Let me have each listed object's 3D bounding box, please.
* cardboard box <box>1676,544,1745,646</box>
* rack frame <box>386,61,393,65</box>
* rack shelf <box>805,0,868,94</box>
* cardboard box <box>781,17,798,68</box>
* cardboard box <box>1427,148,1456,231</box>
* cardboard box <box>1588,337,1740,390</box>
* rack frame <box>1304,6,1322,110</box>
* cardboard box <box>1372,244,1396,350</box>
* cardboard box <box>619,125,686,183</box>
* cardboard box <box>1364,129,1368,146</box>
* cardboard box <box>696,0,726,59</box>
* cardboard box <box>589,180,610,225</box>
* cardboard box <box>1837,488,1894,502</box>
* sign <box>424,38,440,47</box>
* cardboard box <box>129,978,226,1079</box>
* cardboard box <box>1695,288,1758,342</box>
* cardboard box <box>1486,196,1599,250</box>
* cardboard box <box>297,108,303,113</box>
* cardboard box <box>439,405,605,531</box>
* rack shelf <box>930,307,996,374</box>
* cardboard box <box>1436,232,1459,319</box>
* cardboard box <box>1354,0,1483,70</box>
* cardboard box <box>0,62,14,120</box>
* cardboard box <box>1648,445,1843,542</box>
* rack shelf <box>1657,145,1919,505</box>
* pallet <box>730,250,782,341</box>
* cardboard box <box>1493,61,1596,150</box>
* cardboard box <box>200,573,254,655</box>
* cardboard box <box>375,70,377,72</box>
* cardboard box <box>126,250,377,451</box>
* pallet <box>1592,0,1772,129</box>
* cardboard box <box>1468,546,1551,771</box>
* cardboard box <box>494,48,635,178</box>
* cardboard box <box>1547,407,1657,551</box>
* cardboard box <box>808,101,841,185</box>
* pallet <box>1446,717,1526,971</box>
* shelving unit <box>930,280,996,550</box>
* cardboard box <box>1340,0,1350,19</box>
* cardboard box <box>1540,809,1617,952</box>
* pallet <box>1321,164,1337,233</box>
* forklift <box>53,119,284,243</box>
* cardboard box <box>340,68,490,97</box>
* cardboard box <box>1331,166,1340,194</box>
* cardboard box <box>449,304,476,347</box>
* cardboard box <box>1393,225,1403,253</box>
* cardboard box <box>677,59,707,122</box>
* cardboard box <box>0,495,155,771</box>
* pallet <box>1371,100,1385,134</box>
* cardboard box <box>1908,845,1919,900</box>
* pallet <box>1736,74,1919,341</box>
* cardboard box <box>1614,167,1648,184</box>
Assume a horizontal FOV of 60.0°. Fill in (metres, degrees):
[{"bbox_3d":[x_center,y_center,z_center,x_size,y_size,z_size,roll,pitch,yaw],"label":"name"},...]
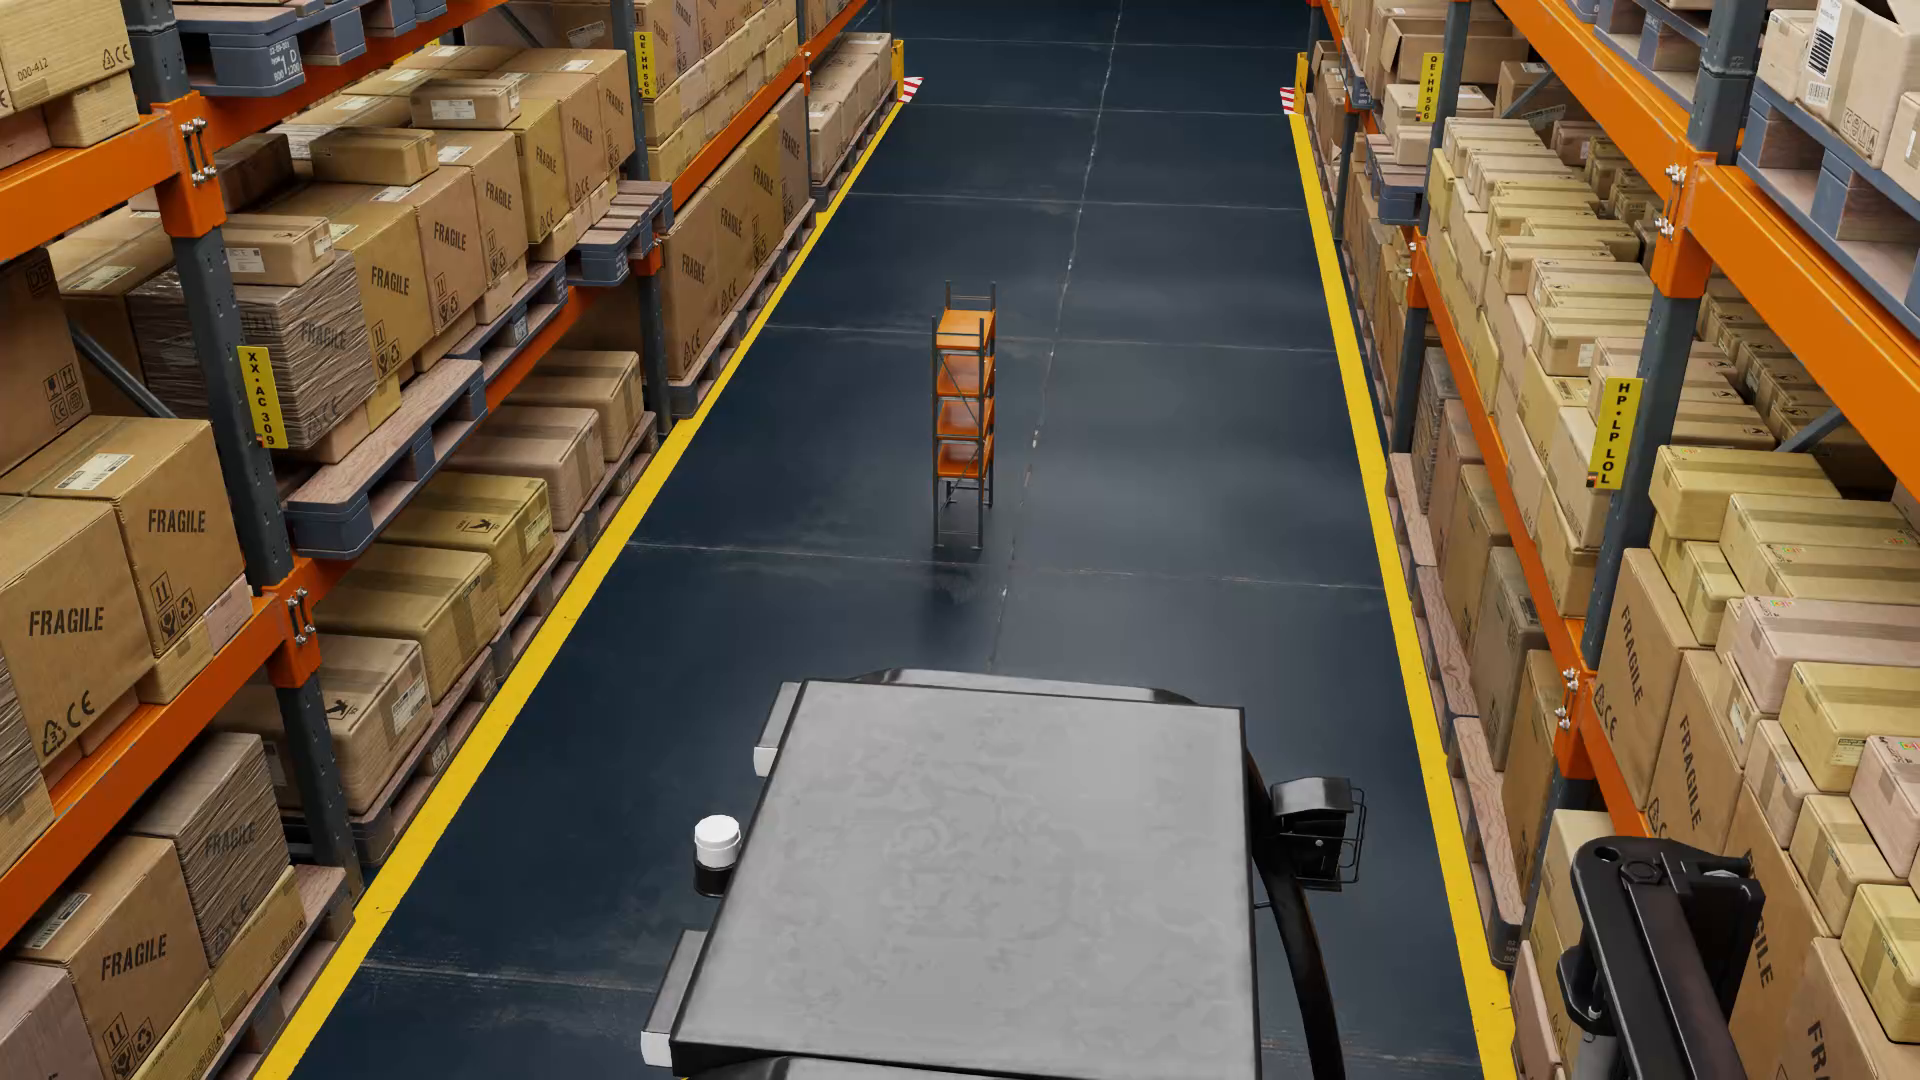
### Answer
[{"bbox_3d":[1.974,0.144,4.031,0.380,0.149,0.250,4,29,7],"label":"cardboard box"},{"bbox_3d":[-6.077,-5.959,16.148,1.000,3.000,0.127,3,28,6],"label":"rack frame"},{"bbox_3d":[-1.397,-4.460,14.125,1.077,0.370,4.000,3,28,6],"label":"rack shelf"},{"bbox_3d":[-1.447,-3.544,11.824,0.500,0.250,0.500,3,28,5],"label":"cardboard box"},{"bbox_3d":[2.473,-1.627,7.738,0.500,0.250,0.500,3,28,6],"label":"cardboard box"},{"bbox_3d":[2.222,-0.521,5.266,0.380,0.149,0.250,3,28,6],"label":"cardboard box"},{"bbox_3d":[3.775,-5.432,15.170,1.000,3.000,0.127,3,28,6],"label":"rack frame"},{"bbox_3d":[2.766,-1.444,9.960,0.500,0.500,0.500,5,29,8],"label":"cardboard box"},{"bbox_3d":[-1.822,-2.103,9.148,0.500,0.250,0.500,3,28,5],"label":"cardboard box"},{"bbox_3d":[2.993,-2.771,11.427,0.380,0.149,0.250,2,28,4],"label":"cardboard box"},{"bbox_3d":[-1.699,-3.132,9.741,0.500,0.500,0.500,4,29,8],"label":"cardboard box"},{"bbox_3d":[-1.886,-1.608,7.893,0.380,0.149,0.250,3,28,6],"label":"cardboard box"},{"bbox_3d":[2.621,-0.161,5.018,0.500,0.250,0.500,3,28,5],"label":"cardboard box"},{"bbox_3d":[-2.683,-2.493,8.495,0.100,0.325,0.005,3,28,6],"label":"sign"},{"bbox_3d":[-2.483,1.501,4.758,0.500,0.250,0.500,3,28,5],"label":"cardboard box"},{"bbox_3d":[2.743,-0.744,5.679,0.380,0.149,0.250,3,28,6],"label":"cardboard box"},{"bbox_3d":[2.316,-1.255,6.627,0.380,0.149,0.250,4,29,7],"label":"cardboard box"},{"bbox_3d":[-6.129,-3.900,14.889,0.380,0.149,0.250,4,29,8],"label":"cardboard box"},{"bbox_3d":[-2.294,-0.368,8.098,0.950,0.372,0.625,3,28,5],"label":"cardboard box"},{"bbox_3d":[0.020,-0.952,7.924,0.258,0.148,0.480,3,28,6],"label":"rack shelf"},{"bbox_3d":[2.431,-1.169,7.415,0.500,0.250,0.500,3,28,5],"label":"cardboard box"},{"bbox_3d":[2.940,-3.319,10.701,0.700,0.500,0.500,4,29,7],"label":"cardboard box"},{"bbox_3d":[-2.470,-0.994,3.615,0.500,0.250,0.500,3,28,5],"label":"cardboard box"},{"bbox_3d":[1.971,-0.111,4.191,0.380,0.149,0.250,4,29,7],"label":"cardboard box"},{"bbox_3d":[2.060,0.154,2.397,1.077,0.370,4.000,3,28,6],"label":"rack shelf"},{"bbox_3d":[-1.809,-1.665,11.117,1.003,0.211,1.213,3,28,6],"label":"pallet"},{"bbox_3d":[3.013,-2.128,8.490,0.500,0.500,0.500,5,29,9],"label":"cardboard box"},{"bbox_3d":[-2.359,0.210,4.963,0.380,0.149,0.250,3,28,6],"label":"cardboard box"},{"bbox_3d":[-5.934,-4.629,16.242,0.380,0.149,0.250,4,29,7],"label":"cardboard box"},{"bbox_3d":[-2.280,-0.634,5.402,0.500,0.500,0.500,4,29,7],"label":"cardboard box"},{"bbox_3d":[2.400,-1.436,4.791,0.805,0.209,1.217,2,28,4],"label":"pallet"},{"bbox_3d":[2.460,0.466,6.283,0.875,0.625,0.625,3,28,6],"label":"cardboard box"},{"bbox_3d":[-1.912,-2.083,8.091,0.500,0.500,0.500,3,28,5],"label":"cardboard box"},{"bbox_3d":[2.111,-0.183,5.059,0.500,0.250,0.500,3,28,5],"label":"cardboard box"},{"bbox_3d":[-1.458,-3.182,13.252,0.875,0.438,0.875,3,28,5],"label":"cardboard box"},{"bbox_3d":[2.356,1.095,5.994,1.003,0.211,1.213,3,28,6],"label":"pallet"},{"bbox_3d":[0.020,-0.606,8.110,0.258,1.200,0.503,3,28,6],"label":"shelving unit"},{"bbox_3d":[3.152,-4.105,12.551,0.500,0.250,0.500,3,29,6],"label":"cardboard box"},{"bbox_3d":[1.934,1.012,4.612,0.500,0.250,0.500,3,28,5],"label":"cardboard box"},{"bbox_3d":[3.370,-2.645,12.936,1.003,0.211,1.213,3,28,6],"label":"pallet"},{"bbox_3d":[-4.478,-2.173,9.193,1.130,2.935,3.031,4,29,7],"label":"forklift"},{"bbox_3d":[-2.474,-1.869,7.694,0.500,0.500,0.500,5,29,9],"label":"cardboard box"},{"bbox_3d":[3.062,-2.758,12.770,0.380,0.149,0.250,3,28,5],"label":"cardboard box"},{"bbox_3d":[-2.137,-0.876,6.535,0.380,0.149,0.250,4,29,7],"label":"cardboard box"},{"bbox_3d":[2.790,-1.774,9.889,0.380,0.149,0.250,3,28,5],"label":"cardboard box"},{"bbox_3d":[-1.760,-2.574,9.497,0.500,0.250,0.500,4,29,7],"label":"cardboard box"},{"bbox_3d":[-2.486,0.221,4.258,0.500,0.500,0.500,4,29,8],"label":"cardboard box"},{"bbox_3d":[3.028,-2.497,9.925,1.003,0.211,1.213,3,28,6],"label":"pallet"},{"bbox_3d":[1.879,0.618,2.837,0.380,0.149,0.250,3,29,6],"label":"cardboard box"},{"bbox_3d":[2.226,-0.662,3.247,1.003,0.211,1.213,3,28,6],"label":"pallet"},{"bbox_3d":[2.981,-1.463,7.014,0.380,0.149,0.250,3,28,5],"label":"cardboard box"}]
